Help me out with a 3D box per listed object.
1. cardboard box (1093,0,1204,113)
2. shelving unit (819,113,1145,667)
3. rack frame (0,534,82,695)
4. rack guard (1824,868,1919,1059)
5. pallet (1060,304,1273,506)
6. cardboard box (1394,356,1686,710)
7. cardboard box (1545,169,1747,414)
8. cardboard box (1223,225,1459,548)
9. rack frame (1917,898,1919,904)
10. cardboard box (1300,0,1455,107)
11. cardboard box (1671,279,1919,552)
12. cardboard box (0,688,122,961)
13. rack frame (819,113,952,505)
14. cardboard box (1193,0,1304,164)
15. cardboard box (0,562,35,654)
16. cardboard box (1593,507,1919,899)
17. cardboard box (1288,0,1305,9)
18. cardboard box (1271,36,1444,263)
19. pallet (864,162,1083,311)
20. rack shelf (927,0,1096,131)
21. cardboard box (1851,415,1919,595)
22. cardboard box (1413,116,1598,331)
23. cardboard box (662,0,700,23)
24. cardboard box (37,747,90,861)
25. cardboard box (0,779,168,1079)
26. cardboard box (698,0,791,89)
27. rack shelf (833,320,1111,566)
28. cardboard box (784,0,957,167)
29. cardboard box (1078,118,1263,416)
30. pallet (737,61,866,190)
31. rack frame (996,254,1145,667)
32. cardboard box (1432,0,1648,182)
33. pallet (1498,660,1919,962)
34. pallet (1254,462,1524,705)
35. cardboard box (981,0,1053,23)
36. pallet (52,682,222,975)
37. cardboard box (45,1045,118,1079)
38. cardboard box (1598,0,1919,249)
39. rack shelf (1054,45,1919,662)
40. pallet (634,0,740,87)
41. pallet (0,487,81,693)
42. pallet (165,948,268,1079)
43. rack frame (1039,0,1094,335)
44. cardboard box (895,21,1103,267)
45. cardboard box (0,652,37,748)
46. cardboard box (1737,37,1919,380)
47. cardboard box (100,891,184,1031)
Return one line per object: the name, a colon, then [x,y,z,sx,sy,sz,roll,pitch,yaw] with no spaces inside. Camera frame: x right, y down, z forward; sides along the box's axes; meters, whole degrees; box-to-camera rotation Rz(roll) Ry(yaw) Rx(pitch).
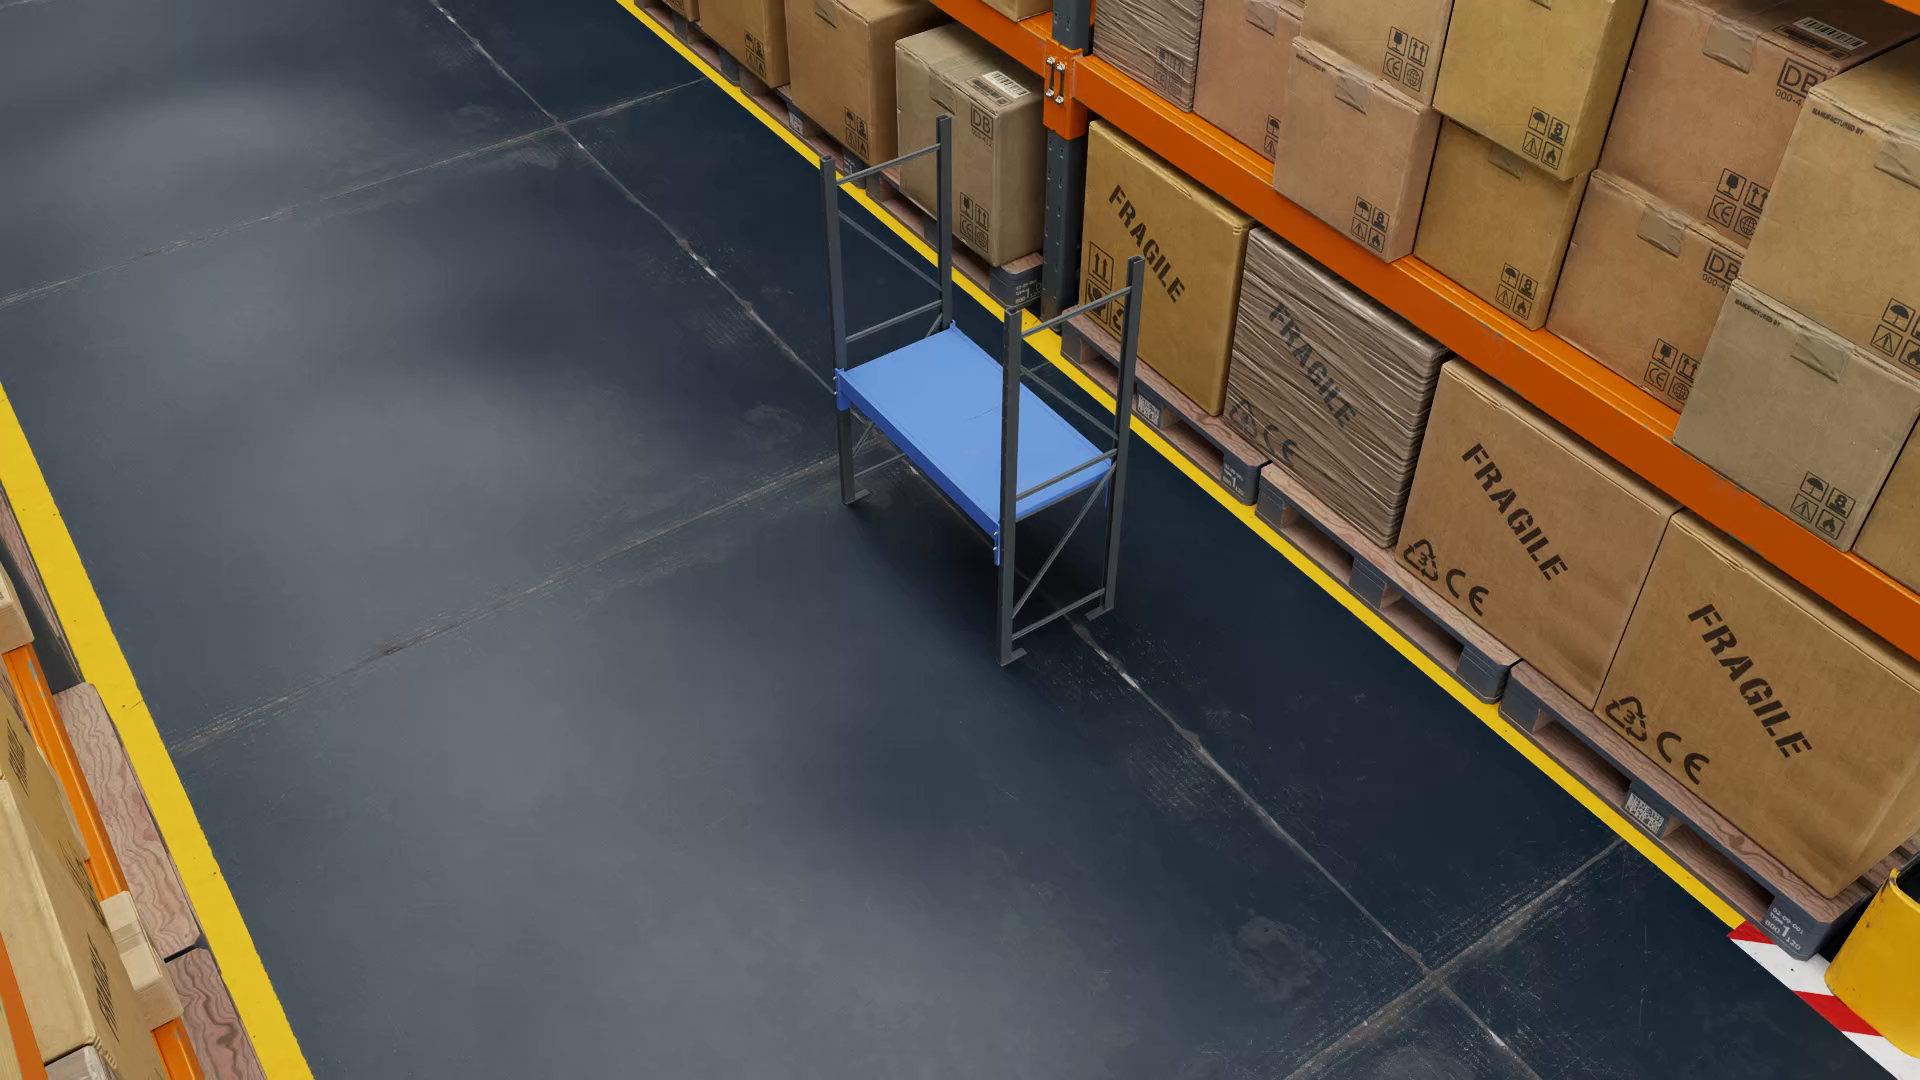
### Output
cardboard box: [1.013,-2.054,6.121,0.875,0.550,0.550,-26,49,-24]
shelving unit: [0.049,-0.494,5.682,0.538,1.500,1.048,-26,49,-24]
rack frame: [-3.334,-0.302,4.394,1.000,3.000,0.127,-26,49,-24]
rack guard: [3.094,0.979,4.862,1.175,0.500,0.348,-26,49,-24]
pallet: [1.163,-0.734,6.866,1.003,0.211,1.213,-26,49,-24]
cardboard box: [2.133,-0.177,5.498,0.875,0.875,0.875,-26,50,-25]
cardboard box: [2.281,-0.855,4.865,0.875,0.550,0.550,-26,49,-24]
cardboard box: [1.613,-0.695,6.040,0.875,0.875,0.875,-25,49,-24]
rack frame: [3.080,0.061,4.013,1.000,3.000,0.127,-26,49,-24]
cardboard box: [1.581,-1.801,5.073,0.875,0.550,0.550,-26,49,-24]
cardboard box: [2.498,-0.488,4.480,0.875,0.550,0.550,-26,49,-24]
cardboard box: [-1.704,0.470,2.573,0.500,0.500,0.500,-26,49,-24]
rack frame: [-0.242,-0.782,5.983,0.500,1.500,0.032,-26,49,-24]
cardboard box: [1.346,-1.752,5.804,0.875,0.550,0.550,-26,49,-24]
cardboard box: [-2.506,0.203,4.047,0.380,0.149,0.250,-26,49,-24]
cardboard box: [2.638,0.320,4.977,0.875,0.875,0.875,-25,49,-24]
cardboard box: [1.385,-2.161,5.451,0.875,0.550,0.550,-26,49,-24]
cardboard box: [1.558,-1.399,5.435,0.875,0.550,0.550,-26,49,-24]
pallet: [0.289,-1.603,7.776,1.003,0.211,1.213,-26,49,-24]
rack shelf: [-0.352,-3.077,7.821,1.077,0.370,4.000,-26,49,-24]
cardboard box: [2.831,-0.185,4.163,0.875,0.550,0.550,-26,49,-24]
cardboard box: [1.944,-1.139,5.162,0.875,0.550,0.500,-26,49,-24]
cardboard box: [-1.222,-3.427,8.993,1.050,0.750,0.750,-26,50,-25]
cardboard box: [-2.124,0.650,3.579,0.380,0.149,0.250,-26,49,-24]
cardboard box: [-1.417,0.753,2.277,0.500,0.500,0.500,-26,49,-24]
cardboard box: [-0.719,-2.933,8.476,1.050,0.750,0.750,-25,49,-24]
rack shelf: [0.049,-0.364,5.806,0.538,0.185,1.000,-26,49,-24]
cardboard box: [-0.186,-2.406,7.923,1.050,0.750,0.750,-26,49,-24]
cardboard box: [1.094,-1.204,6.573,0.875,0.875,0.875,-25,49,-24]
pallet: [-0.413,-2.294,8.500,1.003,0.211,1.213,-26,49,-24]
rack frame: [0.340,-0.206,5.380,0.500,1.500,0.032,-26,49,-24]
cardboard box: [1.891,-1.504,4.762,0.875,0.550,0.500,-26,49,-24]
pallet: [2.559,0.648,5.418,1.003,0.211,1.213,-26,49,-24]
pallet: [1.865,-0.042,6.141,1.003,0.211,1.213,-26,49,-24]
cardboard box: [0.274,-2.430,6.551,0.500,0.500,0.500,-26,49,-25]
pallet: [-2.921,1.073,4.973,1.003,0.211,1.213,-26,49,-24]
cardboard box: [-1.137,1.039,1.978,0.500,0.500,0.500,-26,49,-24]
cardboard box: [2.301,-1.255,4.502,0.875,0.550,0.550,-26,49,-24]
rack shelf: [1.936,-0.811,5.448,1.077,0.370,4.000,-26,49,-24]
pallet: [-1.107,-2.985,9.224,1.003,0.211,1.213,-26,49,-24]
pallet: [-3.781,0.266,5.818,1.003,0.211,1.213,-26,49,-24]
pallet: [-2.219,1.765,4.249,1.003,0.211,1.213,-26,49,-24]
rack frame: [0.792,-2.204,6.387,1.000,3.000,0.127,-26,49,-24]
cardboard box: [0.363,-1.858,7.349,1.050,0.750,0.750,-26,49,-25]
cardboard box: [-1.995,0.190,2.867,0.500,0.500,0.500,-26,49,-24]
cardboard box: [2.510,-0.884,4.113,0.875,0.550,0.550,-26,49,-24]
cardboard box: [-1.792,0.911,3.306,0.380,0.149,0.250,-26,49,-24]
